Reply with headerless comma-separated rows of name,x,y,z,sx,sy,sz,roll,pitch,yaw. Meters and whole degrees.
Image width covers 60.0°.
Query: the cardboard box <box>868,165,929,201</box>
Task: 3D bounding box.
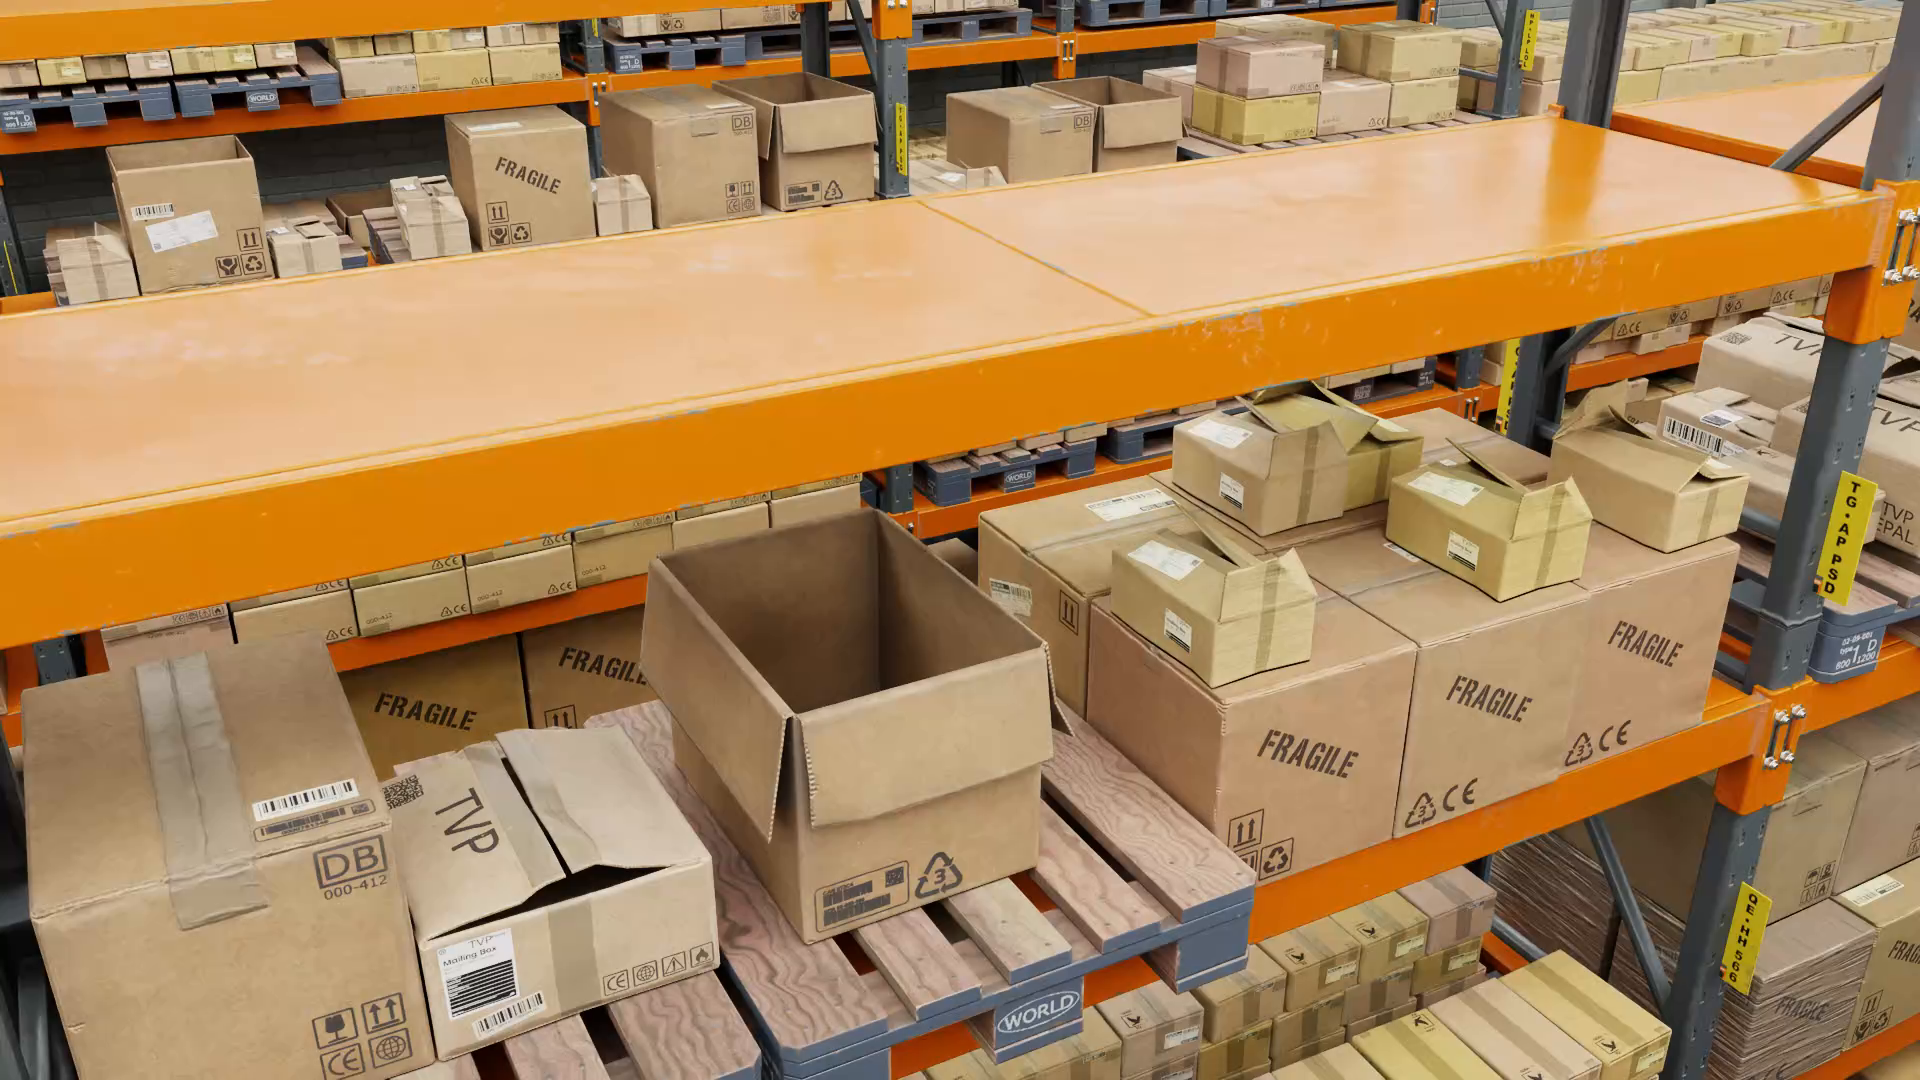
cardboard box,-0.353,-1.878,8.823,0.250,0.149,0.380,-13,29,-25

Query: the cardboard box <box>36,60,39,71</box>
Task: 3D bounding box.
cardboard box,-6.166,-3.137,10.844,0.250,0.149,0.380,-13,29,-25

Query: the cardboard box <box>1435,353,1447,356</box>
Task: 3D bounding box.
cardboard box,3.137,-1.378,11.247,0.250,0.149,0.380,-13,29,-26

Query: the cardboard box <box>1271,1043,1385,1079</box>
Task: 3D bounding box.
cardboard box,0.982,1.465,4.153,0.250,0.149,0.380,-12,28,-24

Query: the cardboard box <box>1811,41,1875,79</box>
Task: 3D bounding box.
cardboard box,5.751,-3.239,11.197,0.500,0.250,0.500,-13,29,-26

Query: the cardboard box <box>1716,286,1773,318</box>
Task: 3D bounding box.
cardboard box,5.290,-1.887,11.557,0.500,0.500,0.500,-13,29,-25

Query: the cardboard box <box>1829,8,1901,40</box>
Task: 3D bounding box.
cardboard box,6.121,-3.503,11.286,0.250,0.149,0.380,-12,28,-24

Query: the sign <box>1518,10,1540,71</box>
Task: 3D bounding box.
sign,3.262,-2.861,9.528,0.005,0.325,0.100,-13,29,-25

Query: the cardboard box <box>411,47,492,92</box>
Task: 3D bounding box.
cardboard box,-3.653,-3.375,11.823,0.500,0.250,0.500,-13,29,-25

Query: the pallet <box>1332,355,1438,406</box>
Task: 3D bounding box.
pallet,2.254,-1.123,10.647,1.213,0.211,1.003,-13,29,-25

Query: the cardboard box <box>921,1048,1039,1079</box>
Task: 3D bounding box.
cardboard box,0.006,1.368,4.354,0.250,0.149,0.380,-13,29,-26

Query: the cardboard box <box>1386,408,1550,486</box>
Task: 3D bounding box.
cardboard box,1.257,-0.008,4.521,0.500,0.500,0.500,-13,29,-25

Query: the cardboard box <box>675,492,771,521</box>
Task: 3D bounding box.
cardboard box,-1.291,-0.351,8.414,0.500,0.250,0.500,-14,29,-26

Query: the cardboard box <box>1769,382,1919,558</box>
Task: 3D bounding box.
cardboard box,2.628,-0.235,4.612,0.500,0.311,0.500,-13,29,-25

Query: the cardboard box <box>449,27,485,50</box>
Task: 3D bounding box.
cardboard box,-3.553,-3.601,11.834,0.250,0.149,0.380,-12,28,-24

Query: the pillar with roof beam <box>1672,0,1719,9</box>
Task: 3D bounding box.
pillar with roof beam,10.469,-6.504,14.702,0.400,9.000,9.100,-13,29,-25

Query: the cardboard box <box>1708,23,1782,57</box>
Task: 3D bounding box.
cardboard box,5.030,-3.216,10.688,0.250,0.149,0.380,-12,28,-24

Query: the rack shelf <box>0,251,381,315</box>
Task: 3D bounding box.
rack shelf,-2.297,-1.116,7.776,4.000,0.370,1.077,-13,29,-25

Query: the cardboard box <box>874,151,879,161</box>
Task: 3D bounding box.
cardboard box,-0.652,-3.116,13.712,0.250,0.149,0.380,-13,28,-25

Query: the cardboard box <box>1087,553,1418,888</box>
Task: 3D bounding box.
cardboard box,0.624,0.398,3.676,0.500,0.500,0.500,-13,29,-25

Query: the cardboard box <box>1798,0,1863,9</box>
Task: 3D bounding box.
cardboard box,6.117,-3.728,11.755,0.250,0.149,0.380,-13,29,-25

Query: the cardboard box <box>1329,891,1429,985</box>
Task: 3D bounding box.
cardboard box,1.151,1.107,4.900,0.250,0.149,0.380,-14,29,-26

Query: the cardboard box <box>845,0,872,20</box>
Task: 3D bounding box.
cardboard box,-0.850,-4.181,13.018,0.250,0.149,0.380,-13,29,-26

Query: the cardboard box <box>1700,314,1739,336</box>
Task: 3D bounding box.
cardboard box,5.202,-1.566,11.638,0.250,0.149,0.380,-13,29,-26

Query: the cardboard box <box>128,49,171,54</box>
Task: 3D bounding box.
cardboard box,-5.270,-3.256,10.747,0.250,0.149,0.380,-13,29,-26

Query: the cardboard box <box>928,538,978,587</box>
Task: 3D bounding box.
cardboard box,-0.029,0.389,9.827,0.625,0.372,0.950,-15,30,-29

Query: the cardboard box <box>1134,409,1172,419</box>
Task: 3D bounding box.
cardboard box,1.030,-0.849,9.659,0.250,0.149,0.380,-12,28,-23

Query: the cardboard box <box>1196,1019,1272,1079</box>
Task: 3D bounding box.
cardboard box,0.670,1.350,4.737,0.250,0.149,0.380,-13,28,-25

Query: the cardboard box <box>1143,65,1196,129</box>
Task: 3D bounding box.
cardboard box,1.412,-2.603,9.731,0.500,0.250,0.500,-13,29,-26

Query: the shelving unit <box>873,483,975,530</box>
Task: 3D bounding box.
shelving unit,-0.159,-0.628,11.127,0.755,1.500,0.431,-14,29,-27

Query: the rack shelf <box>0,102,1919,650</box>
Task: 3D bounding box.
rack shelf,0.121,-0.418,3.318,4.000,0.370,1.077,-13,29,-25

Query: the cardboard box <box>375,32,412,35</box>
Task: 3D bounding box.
cardboard box,-3.959,-3.593,11.474,0.250,0.149,0.380,-14,29,-26

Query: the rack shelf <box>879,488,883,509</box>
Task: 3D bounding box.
rack shelf,-0.159,-0.334,11.268,0.720,0.370,0.431,-14,29,-27

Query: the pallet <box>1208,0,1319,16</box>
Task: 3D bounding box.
pallet,2.474,-4.947,15.027,1.213,0.211,1.003,-13,29,-25

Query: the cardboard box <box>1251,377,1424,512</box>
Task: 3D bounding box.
cardboard box,0.945,-0.285,4.215,0.258,0.266,0.396,-13,29,-25

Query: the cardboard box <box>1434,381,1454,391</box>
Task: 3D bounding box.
cardboard box,3.393,-0.820,11.621,0.500,0.500,0.500,-13,29,-26

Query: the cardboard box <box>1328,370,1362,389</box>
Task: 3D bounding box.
cardboard box,2.221,-1.062,10.104,0.250,0.149,0.380,-14,29,-26

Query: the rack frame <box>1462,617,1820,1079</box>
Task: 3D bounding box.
rack frame,1.886,1.375,5.223,0.127,3.000,1.000,-13,29,-25

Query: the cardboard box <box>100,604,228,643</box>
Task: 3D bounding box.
cardboard box,-3.541,0.180,7.307,0.500,0.250,0.500,-14,29,-27

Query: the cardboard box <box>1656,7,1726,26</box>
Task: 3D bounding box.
cardboard box,4.953,-3.512,11.304,0.250,0.149,0.380,-12,28,-24

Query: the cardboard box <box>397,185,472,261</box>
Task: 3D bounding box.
cardboard box,-2.285,-1.400,7.206,0.258,0.266,0.396,-11,28,-21

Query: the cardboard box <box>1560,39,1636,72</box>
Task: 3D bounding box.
cardboard box,3.882,-2.962,10.159,0.250,0.149,0.380,-14,29,-27

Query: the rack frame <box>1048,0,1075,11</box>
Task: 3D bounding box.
rack frame,0.658,-5.909,13.463,0.127,3.000,1.000,-13,29,-25

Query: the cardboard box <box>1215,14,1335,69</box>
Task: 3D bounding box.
cardboard box,1.858,-2.938,9.850,0.500,0.250,0.500,-14,29,-26

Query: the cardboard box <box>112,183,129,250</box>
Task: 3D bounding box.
cardboard box,-3.383,-1.441,7.241,0.500,0.311,0.500,-13,29,-25

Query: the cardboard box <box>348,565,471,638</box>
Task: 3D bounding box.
cardboard box,-2.634,0.194,7.855,0.500,0.250,0.500,-13,29,-26

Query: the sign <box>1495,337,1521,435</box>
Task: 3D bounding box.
sign,1.632,-0.460,4.890,0.005,0.325,0.100,-13,29,-25

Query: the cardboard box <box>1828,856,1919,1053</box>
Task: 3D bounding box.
cardboard box,2.857,1.237,5.395,0.500,0.500,0.500,-13,29,-26

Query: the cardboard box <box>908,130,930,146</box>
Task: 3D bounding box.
cardboard box,-0.451,-3.407,14.318,0.250,0.149,0.380,-13,29,-26

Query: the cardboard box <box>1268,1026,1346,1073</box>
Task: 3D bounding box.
cardboard box,0.922,1.423,4.929,0.250,0.149,0.380,-11,28,-23

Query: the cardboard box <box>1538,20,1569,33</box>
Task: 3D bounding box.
cardboard box,3.806,-3.260,10.780,0.250,0.149,0.380,-12,28,-24

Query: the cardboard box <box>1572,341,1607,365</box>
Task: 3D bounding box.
cardboard box,4.079,-1.312,11.110,0.250,0.149,0.380,-12,28,-24

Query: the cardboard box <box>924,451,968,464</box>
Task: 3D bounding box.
cardboard box,-0.158,-0.566,9.071,0.250,0.149,0.380,-15,29,-28

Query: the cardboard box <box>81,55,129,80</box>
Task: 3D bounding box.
cardboard box,-5.528,-3.086,10.738,0.250,0.149,0.380,-13,28,-25

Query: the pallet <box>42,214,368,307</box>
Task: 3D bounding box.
pallet,-3.276,-1.152,7.241,1.217,0.209,0.805,-14,29,-27

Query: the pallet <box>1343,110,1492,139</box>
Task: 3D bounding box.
pallet,2.402,-2.492,10.029,1.003,0.211,1.213,-13,29,-25

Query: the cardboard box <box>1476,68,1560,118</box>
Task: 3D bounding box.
cardboard box,3.514,-2.713,10.102,0.500,0.250,0.500,-14,29,-26

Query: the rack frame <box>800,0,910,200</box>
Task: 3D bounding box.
rack frame,-0.532,-3.199,7.819,0.127,3.000,1.000,-13,29,-25

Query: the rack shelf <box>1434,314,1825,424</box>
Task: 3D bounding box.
rack shelf,4.762,-1.393,11.818,4.000,0.370,1.077,-13,29,-25
